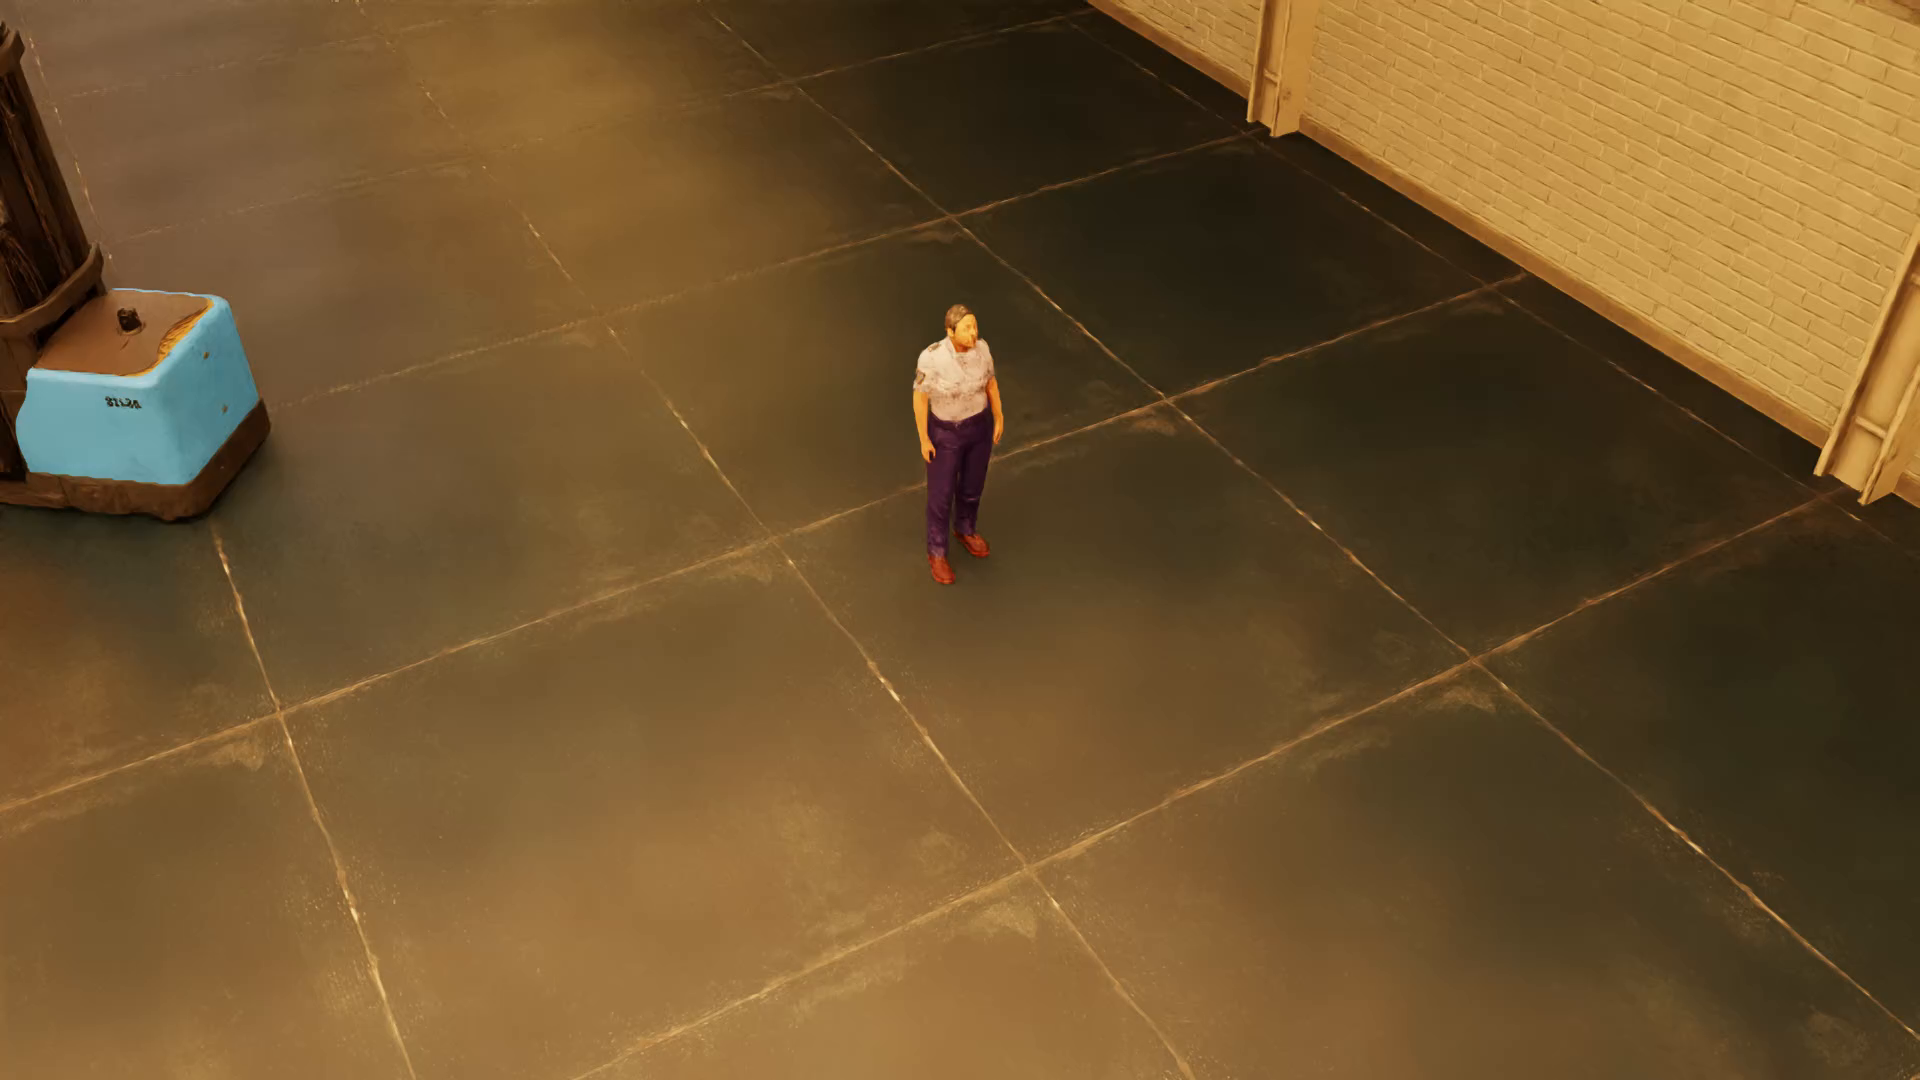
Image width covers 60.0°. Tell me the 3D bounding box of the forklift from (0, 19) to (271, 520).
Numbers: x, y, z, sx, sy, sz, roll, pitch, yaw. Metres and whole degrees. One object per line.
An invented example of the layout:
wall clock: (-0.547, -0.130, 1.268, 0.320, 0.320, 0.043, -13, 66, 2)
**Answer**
forklift: (-6.166, -1.679, 10.060, 3.031, 2.935, 1.130, 5, 40, 6)

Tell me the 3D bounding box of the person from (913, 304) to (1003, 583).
person: (0.026, -0.583, 9.733, 0.599, 1.650, 0.502, -20, 44, -23)
